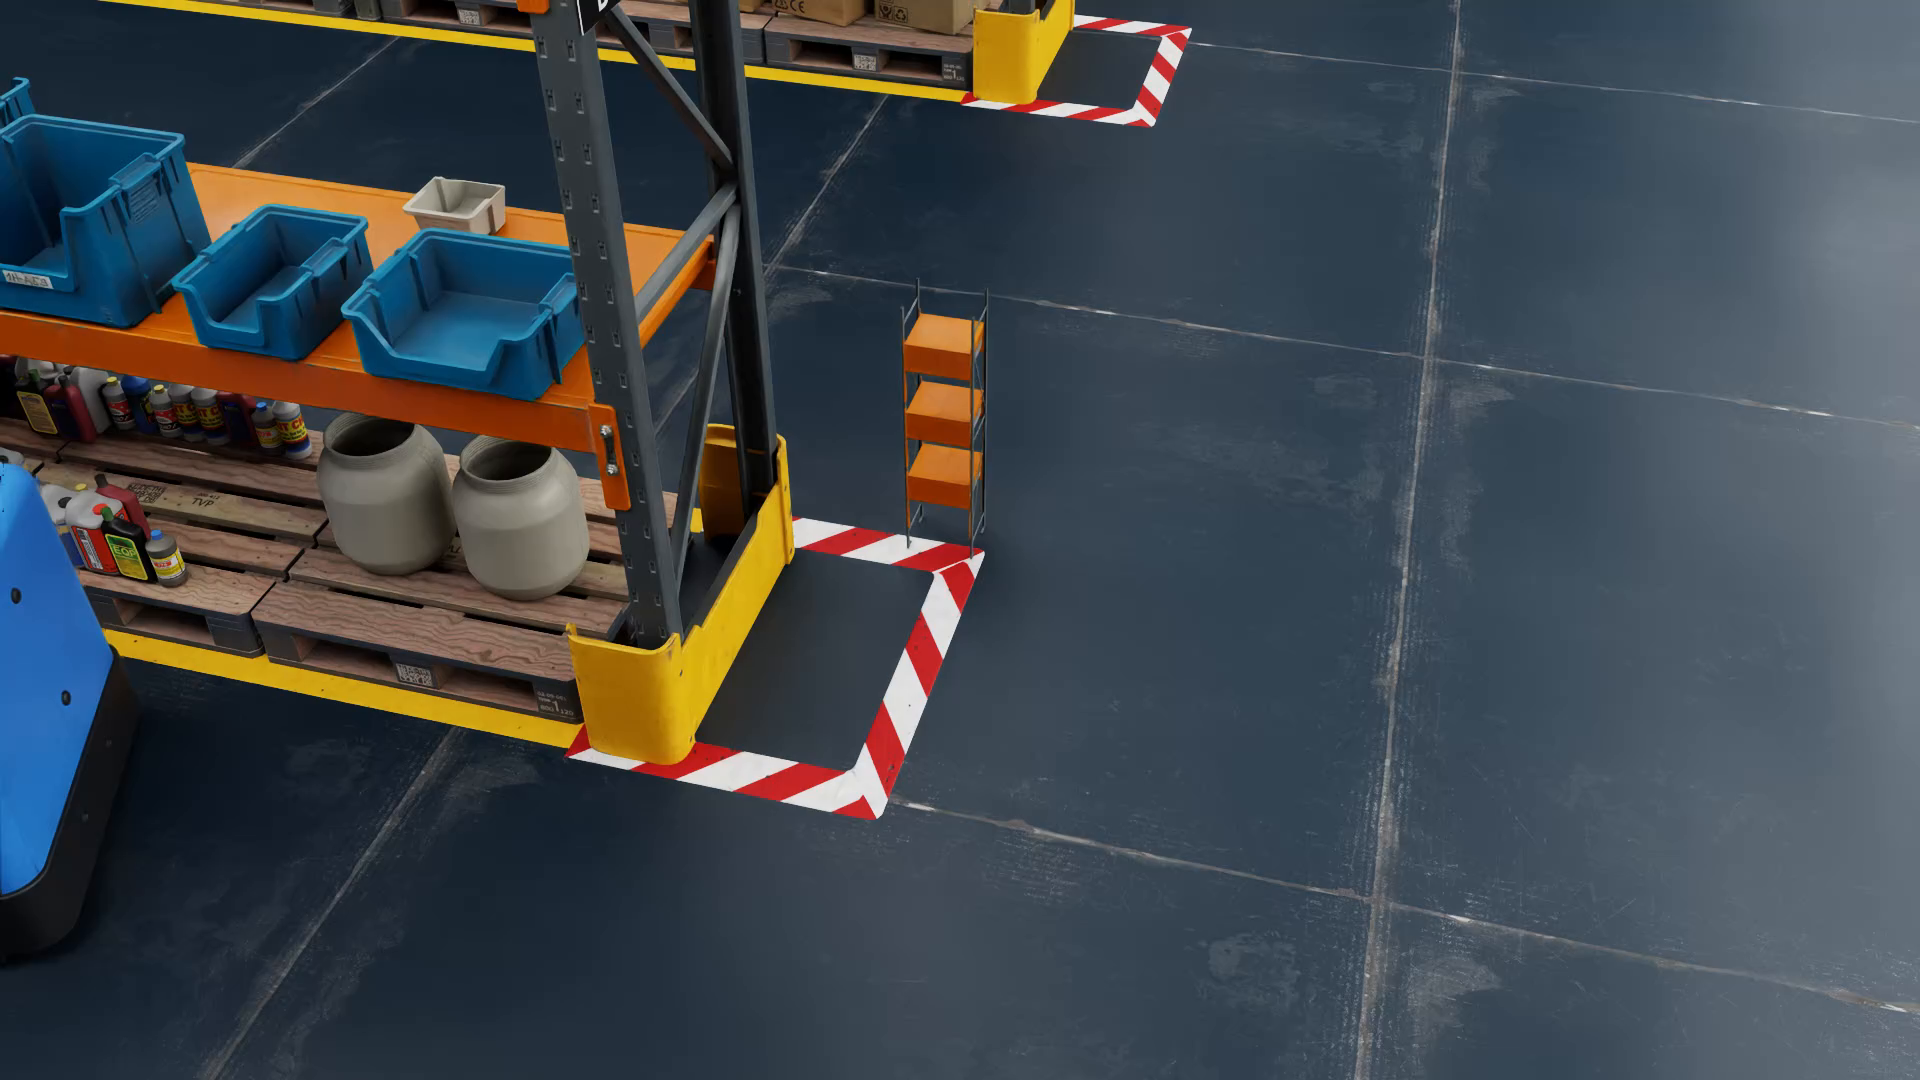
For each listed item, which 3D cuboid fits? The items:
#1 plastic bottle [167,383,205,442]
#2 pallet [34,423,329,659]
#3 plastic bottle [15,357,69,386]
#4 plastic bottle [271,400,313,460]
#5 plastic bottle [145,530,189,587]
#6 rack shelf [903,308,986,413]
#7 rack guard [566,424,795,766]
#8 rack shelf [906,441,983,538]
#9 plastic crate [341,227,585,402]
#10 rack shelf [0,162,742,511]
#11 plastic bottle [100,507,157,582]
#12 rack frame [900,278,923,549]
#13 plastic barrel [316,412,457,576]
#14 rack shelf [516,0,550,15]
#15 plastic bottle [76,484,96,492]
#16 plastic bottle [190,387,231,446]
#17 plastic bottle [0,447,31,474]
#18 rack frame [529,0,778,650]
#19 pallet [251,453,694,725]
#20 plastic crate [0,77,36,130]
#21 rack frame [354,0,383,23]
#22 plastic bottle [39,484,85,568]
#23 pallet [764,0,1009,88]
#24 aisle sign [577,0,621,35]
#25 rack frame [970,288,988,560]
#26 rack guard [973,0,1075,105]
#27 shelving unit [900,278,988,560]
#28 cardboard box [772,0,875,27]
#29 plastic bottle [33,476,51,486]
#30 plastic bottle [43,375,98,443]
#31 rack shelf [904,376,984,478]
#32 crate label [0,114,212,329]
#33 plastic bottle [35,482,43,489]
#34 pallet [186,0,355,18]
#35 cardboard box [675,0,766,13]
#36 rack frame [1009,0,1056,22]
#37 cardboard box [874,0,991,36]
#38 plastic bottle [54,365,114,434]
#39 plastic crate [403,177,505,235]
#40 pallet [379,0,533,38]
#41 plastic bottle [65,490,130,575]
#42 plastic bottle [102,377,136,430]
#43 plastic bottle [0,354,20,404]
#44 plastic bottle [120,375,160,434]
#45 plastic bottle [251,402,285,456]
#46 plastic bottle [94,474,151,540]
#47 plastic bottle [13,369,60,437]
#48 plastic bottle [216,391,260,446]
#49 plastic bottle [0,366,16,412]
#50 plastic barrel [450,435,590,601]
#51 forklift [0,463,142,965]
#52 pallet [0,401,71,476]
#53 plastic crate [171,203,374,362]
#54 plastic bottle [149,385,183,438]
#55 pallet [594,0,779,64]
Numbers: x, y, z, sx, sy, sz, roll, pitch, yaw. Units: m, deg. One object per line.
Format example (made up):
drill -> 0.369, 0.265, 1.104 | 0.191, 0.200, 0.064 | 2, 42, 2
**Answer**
plastic bottle -> -2.931, -0.510, 6.304 | 0.097, 0.271, 0.097 | 0, 40, 0
pallet -> -2.877, -0.076, 6.176 | 1.213, 0.211, 1.003 | 10, 41, 11
plastic bottle -> -3.503, -0.623, 6.377 | 0.185, 0.351, 0.144 | 10, 41, 11
plastic bottle -> -2.504, -0.436, 6.216 | 0.097, 0.271, 0.097 | 0, 40, 0
plastic bottle -> -2.720, 0.053, 5.689 | 0.097, 0.201, 0.097 | 0, 40, 0
rack shelf -> -0.052, -0.621, 5.748 | 0.240, 0.259, 0.215 | 10, 41, 11
rack guard -> -0.918, 0.156, 5.675 | 0.348, 0.500, 1.175 | 10, 41, 11
rack shelf -> -0.052, -0.190, 6.109 | 0.240, 0.259, 0.215 | 10, 41, 11
plastic crate -> -1.394, -0.658, 4.817 | 0.616, 0.251, 0.499 | 10, 41, 11
rack shelf -> -2.765, -0.875, 5.518 | 4.000, 0.370, 1.077 | 10, 41, 11
plastic bottle -> -2.838, 0.013, 5.672 | 0.133, 0.283, 0.061 | 11, 41, 12
rack frame -> -0.169, -0.432, 5.947 | 0.008, 1.050, 0.200 | 10, 41, 11
plastic barrel -> -1.972, -0.171, 5.729 | 0.421, 0.512, 0.421 | 0, 40, 0
rack shelf -> -2.765, -2.023, 4.554 | 4.000, 0.370, 1.077 | 10, 41, 11
plastic bottle -> -3.076, -0.110, 5.882 | 0.097, 0.201, 0.097 | 0, 40, 0
plastic bottle -> -2.835, -0.493, 6.284 | 0.097, 0.271, 0.097 | 0, 40, 0
plastic bottle -> -3.417, -0.210, 5.944 | 0.135, 0.276, 0.152 | 10, 41, 11
rack frame -> -0.833, -0.818, 4.891 | 0.127, 3.000, 1.000 | 10, 41, 11
pallet -> -1.702, 0.128, 5.933 | 1.213, 0.211, 1.003 | 10, 41, 11
plastic crate -> -3.558, -1.410, 5.712 | 0.616, 0.251, 0.499 | 10, 41, 11
rack frame -> -3.417, -4.560, 9.347 | 0.127, 3.000, 1.000 | 10, 41, 11
plastic bottle -> -3.091, -0.058, 5.762 | 0.135, 0.276, 0.152 | 9, 41, 10
pallet -> -0.402, -2.997, 9.654 | 1.213, 0.211, 1.003 | 10, 41, 11
aisle sign -> -0.840, -1.617, 3.821 | 0.004, 0.787, 0.394 | 10, 41, 11
rack frame -> 0.066, -0.391, 5.899 | 0.008, 1.050, 0.200 | 10, 41, 11
rack guard -> 0.374, -2.950, 9.374 | 0.348, 0.500, 1.175 | 10, 41, 11
shelving unit -> -0.052, -0.411, 5.923 | 0.252, 1.050, 0.215 | 10, 41, 11
cardboard box -> -0.738, -3.291, 9.453 | 0.500, 0.500, 0.500 | 20, 44, 23
plastic bottle -> -3.263, -0.137, 5.914 | 0.097, 0.201, 0.097 | 0, 40, 0
plastic bottle -> -3.374, -0.502, 6.285 | 0.133, 0.283, 0.061 | 10, 41, 11
rack shelf -> -0.052, -0.403, 5.930 | 0.240, 0.259, 0.215 | 10, 41, 11
crate label -> -2.681, -0.969, 5.044 | 0.616, 0.435, 0.502 | 10, 41, 11
plastic bottle -> -3.252, -0.112, 5.768 | 0.185, 0.351, 0.144 | 11, 41, 13
pallet -> -4.169, -3.620, 10.397 | 1.213, 0.211, 1.003 | 10, 41, 11
cardboard box -> -1.338, -3.406, 9.591 | 0.500, 0.500, 0.500 | 13, 42, 15
rack frame -> 0.448, -3.895, 8.555 | 0.127, 3.000, 1.000 | 10, 41, 11
cardboard box -> -0.151, -3.212, 9.360 | 0.500, 0.500, 0.500 | 17, 43, 19
plastic bottle -> -3.347, -0.565, 6.366 | 0.135, 0.276, 0.152 | 10, 41, 12
plastic crate -> -1.614, -1.065, 5.391 | 0.250, 0.136, 0.298 | 10, 41, 11
pallet -> -2.759, -3.402, 10.137 | 1.213, 0.211, 1.003 | 10, 41, 11
plastic bottle -> -2.957, -0.035, 5.735 | 0.135, 0.276, 0.152 | 10, 41, 12
plastic bottle -> -3.226, -0.534, 6.387 | 0.097, 0.201, 0.097 | 0, 40, 0
plastic bottle -> -3.647, -0.650, 6.461 | 0.133, 0.283, 0.061 | 12, 42, 14
plastic bottle -> -3.127, -0.544, 6.344 | 0.097, 0.271, 0.097 | 0, 40, 0
plastic bottle -> -2.604, -0.427, 6.259 | 0.097, 0.201, 0.097 | 0, 40, 0
plastic bottle -> -2.930, -0.104, 5.811 | 0.133, 0.283, 0.061 | 10, 41, 11
plastic bottle -> -3.504, -0.529, 6.318 | 0.133, 0.283, 0.061 | 10, 41, 11
plastic bottle -> -2.718, -0.490, 6.271 | 0.133, 0.283, 0.061 | 10, 41, 12
plastic bottle -> -3.815, -0.677, 6.441 | 0.185, 0.351, 0.144 | 8, 41, 9
plastic barrel -> -1.488, -0.088, 5.630 | 0.421, 0.512, 0.421 | 0, 40, 0
forklift -> -4.123, -0.085, 4.072 | 3.031, 2.935, 1.130 | -6, 40, -7
pallet -> -4.059, -0.277, 6.416 | 1.213, 0.211, 1.003 | 10, 41, 11
plastic crate -> -2.019, -0.769, 4.949 | 0.408, 0.251, 0.499 | 10, 41, 11
plastic bottle -> -3.027, -0.500, 6.346 | 0.097, 0.201, 0.097 | 0, 40, 0
pallet -> -1.576, -3.201, 9.897 | 1.213, 0.211, 1.003 | 10, 41, 11
